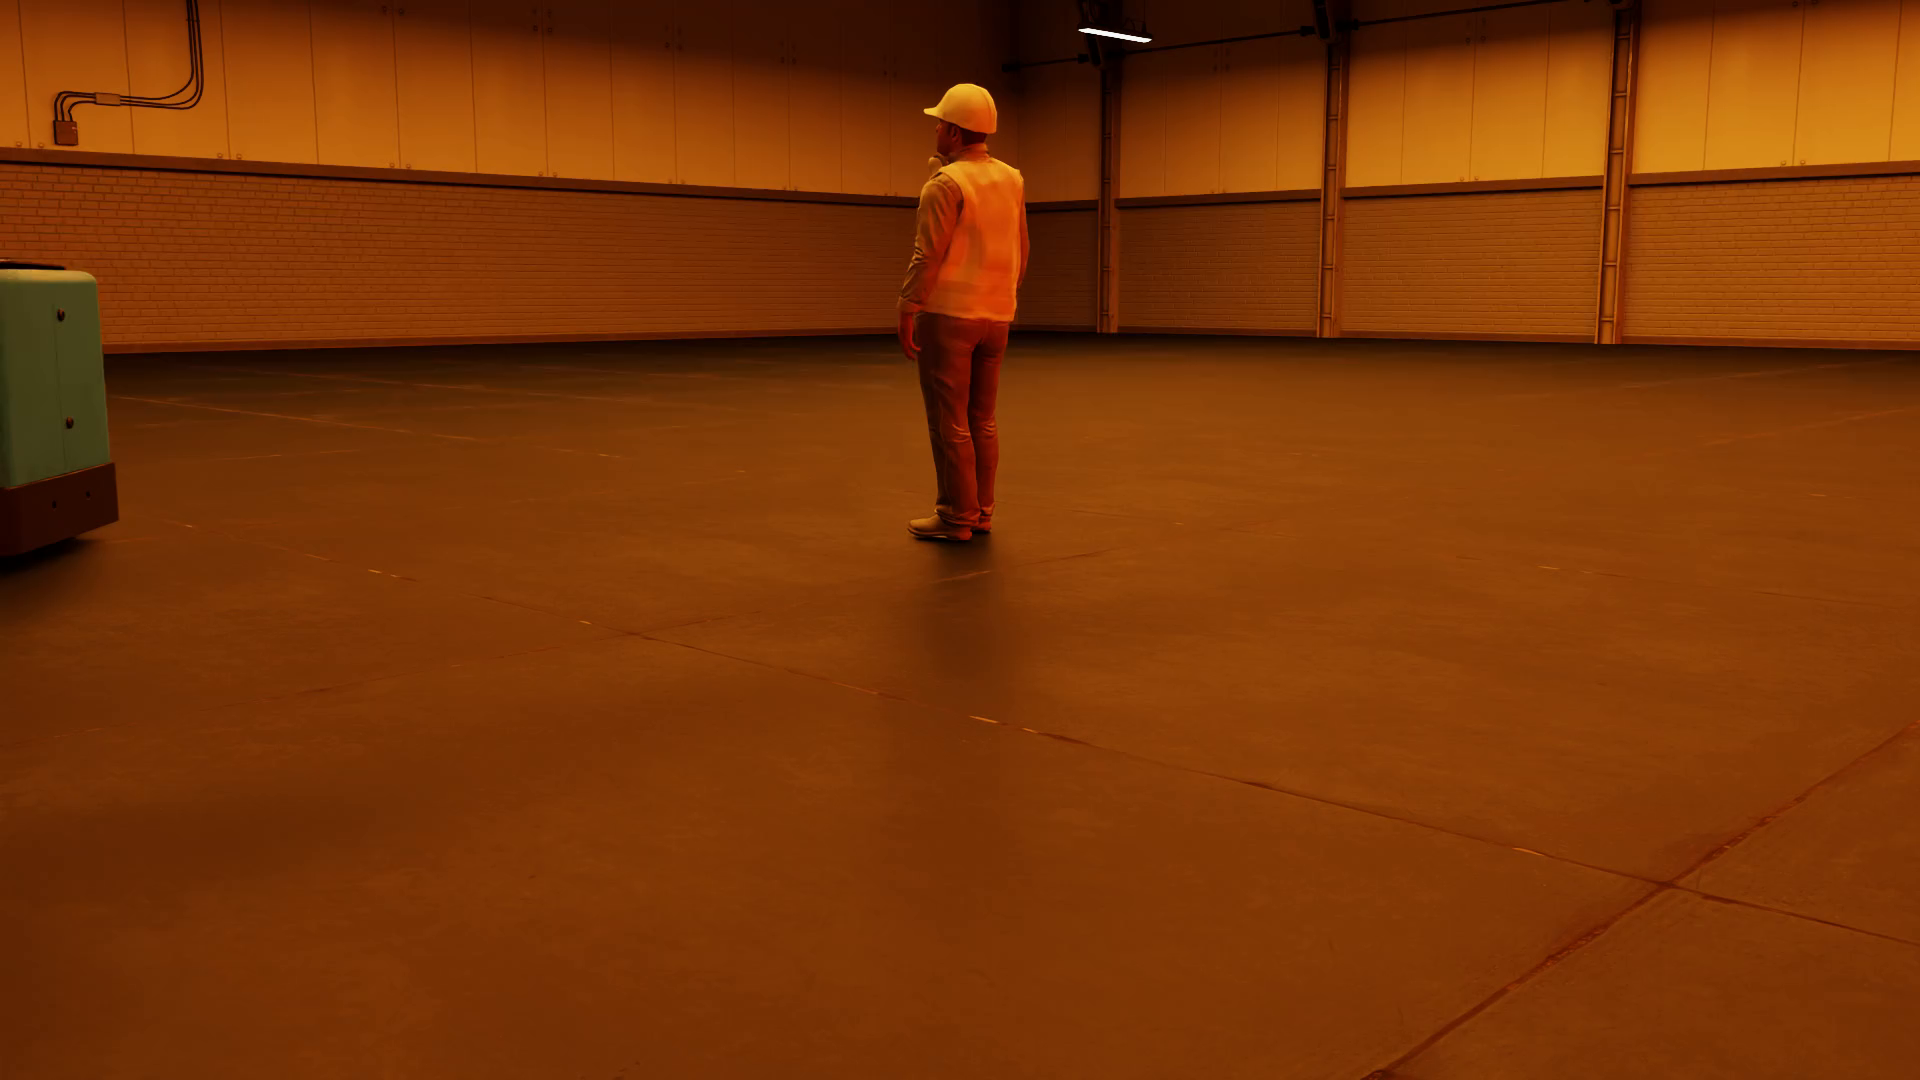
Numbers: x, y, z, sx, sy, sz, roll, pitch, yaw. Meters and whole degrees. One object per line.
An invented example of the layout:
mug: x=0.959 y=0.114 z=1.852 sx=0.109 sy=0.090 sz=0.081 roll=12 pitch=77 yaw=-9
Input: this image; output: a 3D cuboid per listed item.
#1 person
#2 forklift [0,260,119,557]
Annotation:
person: x=-0.040 y=-0.892 z=6.632 sx=0.566 sy=1.775 sz=0.634 roll=8 pitch=12 yaw=43
forklift: x=-4.877 y=-1.369 z=5.963 sx=3.031 sy=2.935 sz=1.130 roll=-1 pitch=9 yaw=-6
